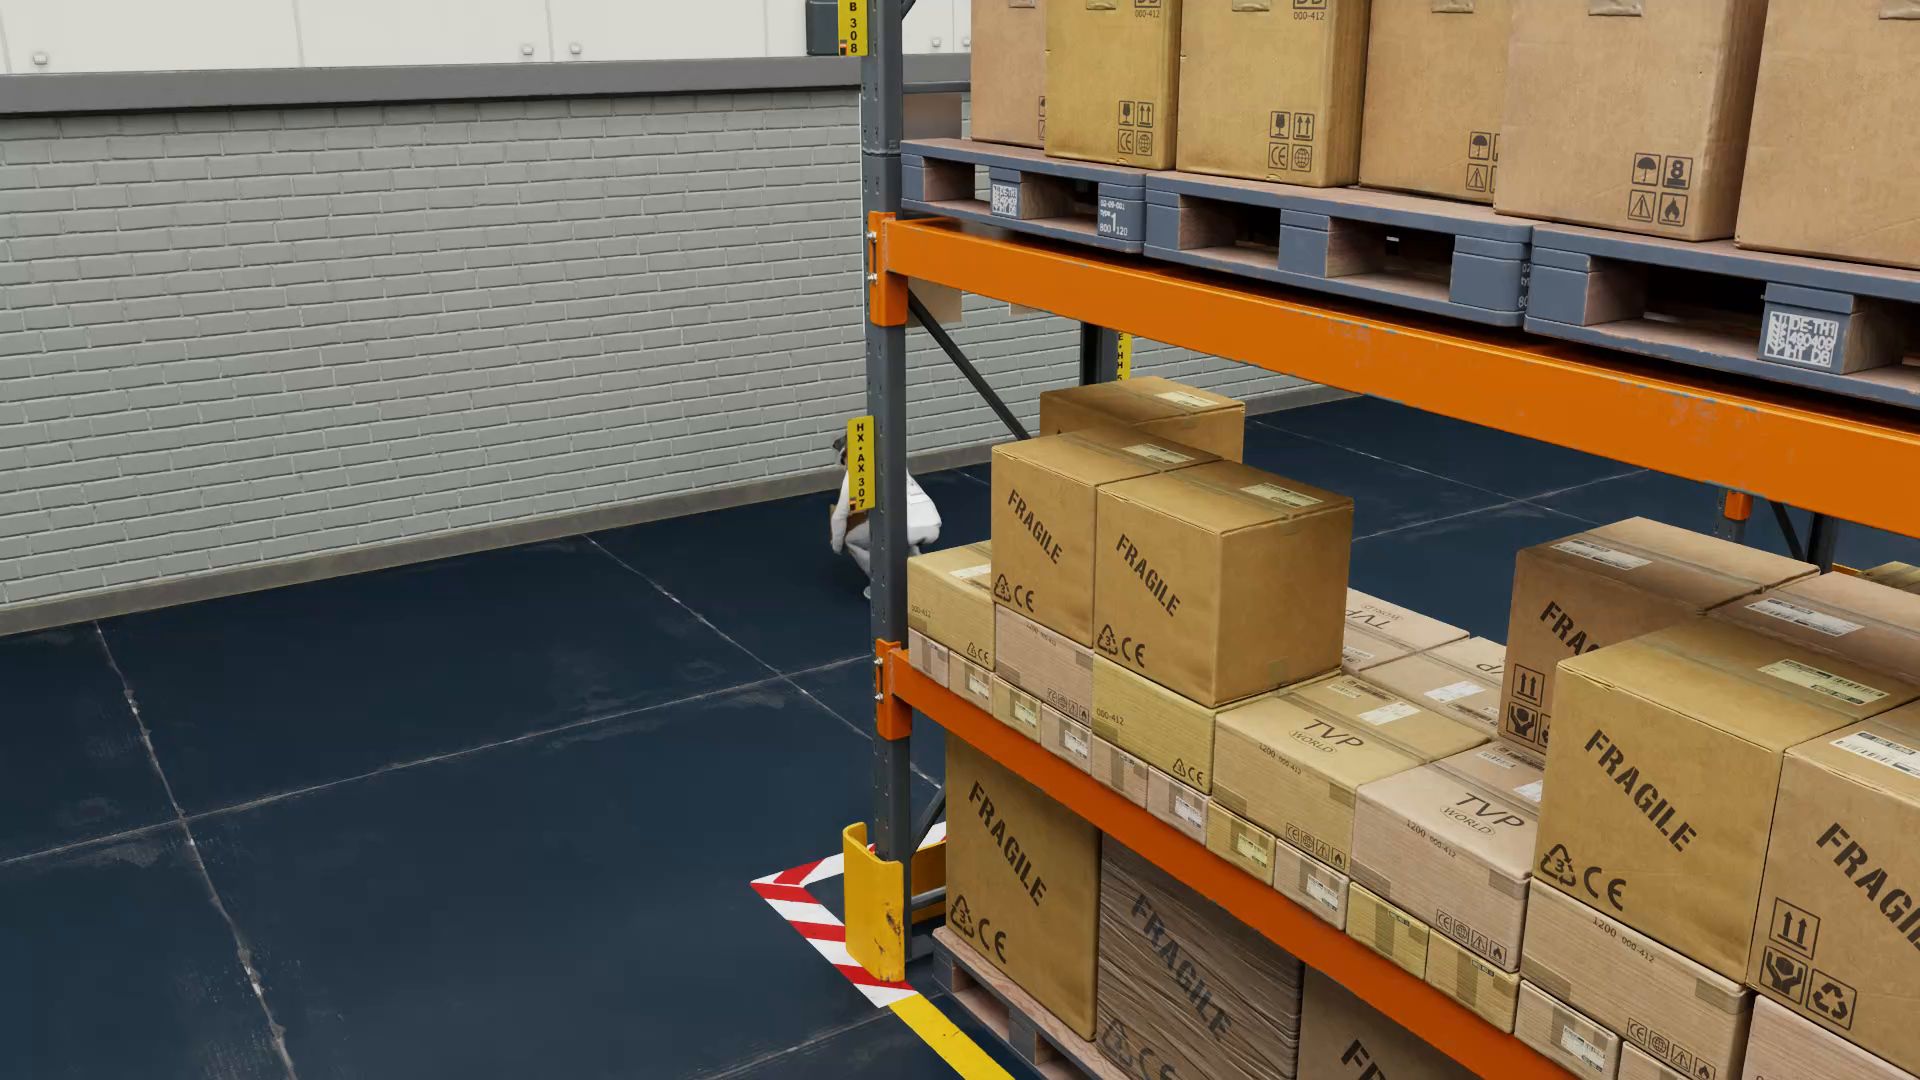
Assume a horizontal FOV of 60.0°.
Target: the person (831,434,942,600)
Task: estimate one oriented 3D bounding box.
[{"bbox_3d":[-0.469,-0.144,10.104,0.491,0.980,0.818,-12,22,-32],"label":"person"}]
